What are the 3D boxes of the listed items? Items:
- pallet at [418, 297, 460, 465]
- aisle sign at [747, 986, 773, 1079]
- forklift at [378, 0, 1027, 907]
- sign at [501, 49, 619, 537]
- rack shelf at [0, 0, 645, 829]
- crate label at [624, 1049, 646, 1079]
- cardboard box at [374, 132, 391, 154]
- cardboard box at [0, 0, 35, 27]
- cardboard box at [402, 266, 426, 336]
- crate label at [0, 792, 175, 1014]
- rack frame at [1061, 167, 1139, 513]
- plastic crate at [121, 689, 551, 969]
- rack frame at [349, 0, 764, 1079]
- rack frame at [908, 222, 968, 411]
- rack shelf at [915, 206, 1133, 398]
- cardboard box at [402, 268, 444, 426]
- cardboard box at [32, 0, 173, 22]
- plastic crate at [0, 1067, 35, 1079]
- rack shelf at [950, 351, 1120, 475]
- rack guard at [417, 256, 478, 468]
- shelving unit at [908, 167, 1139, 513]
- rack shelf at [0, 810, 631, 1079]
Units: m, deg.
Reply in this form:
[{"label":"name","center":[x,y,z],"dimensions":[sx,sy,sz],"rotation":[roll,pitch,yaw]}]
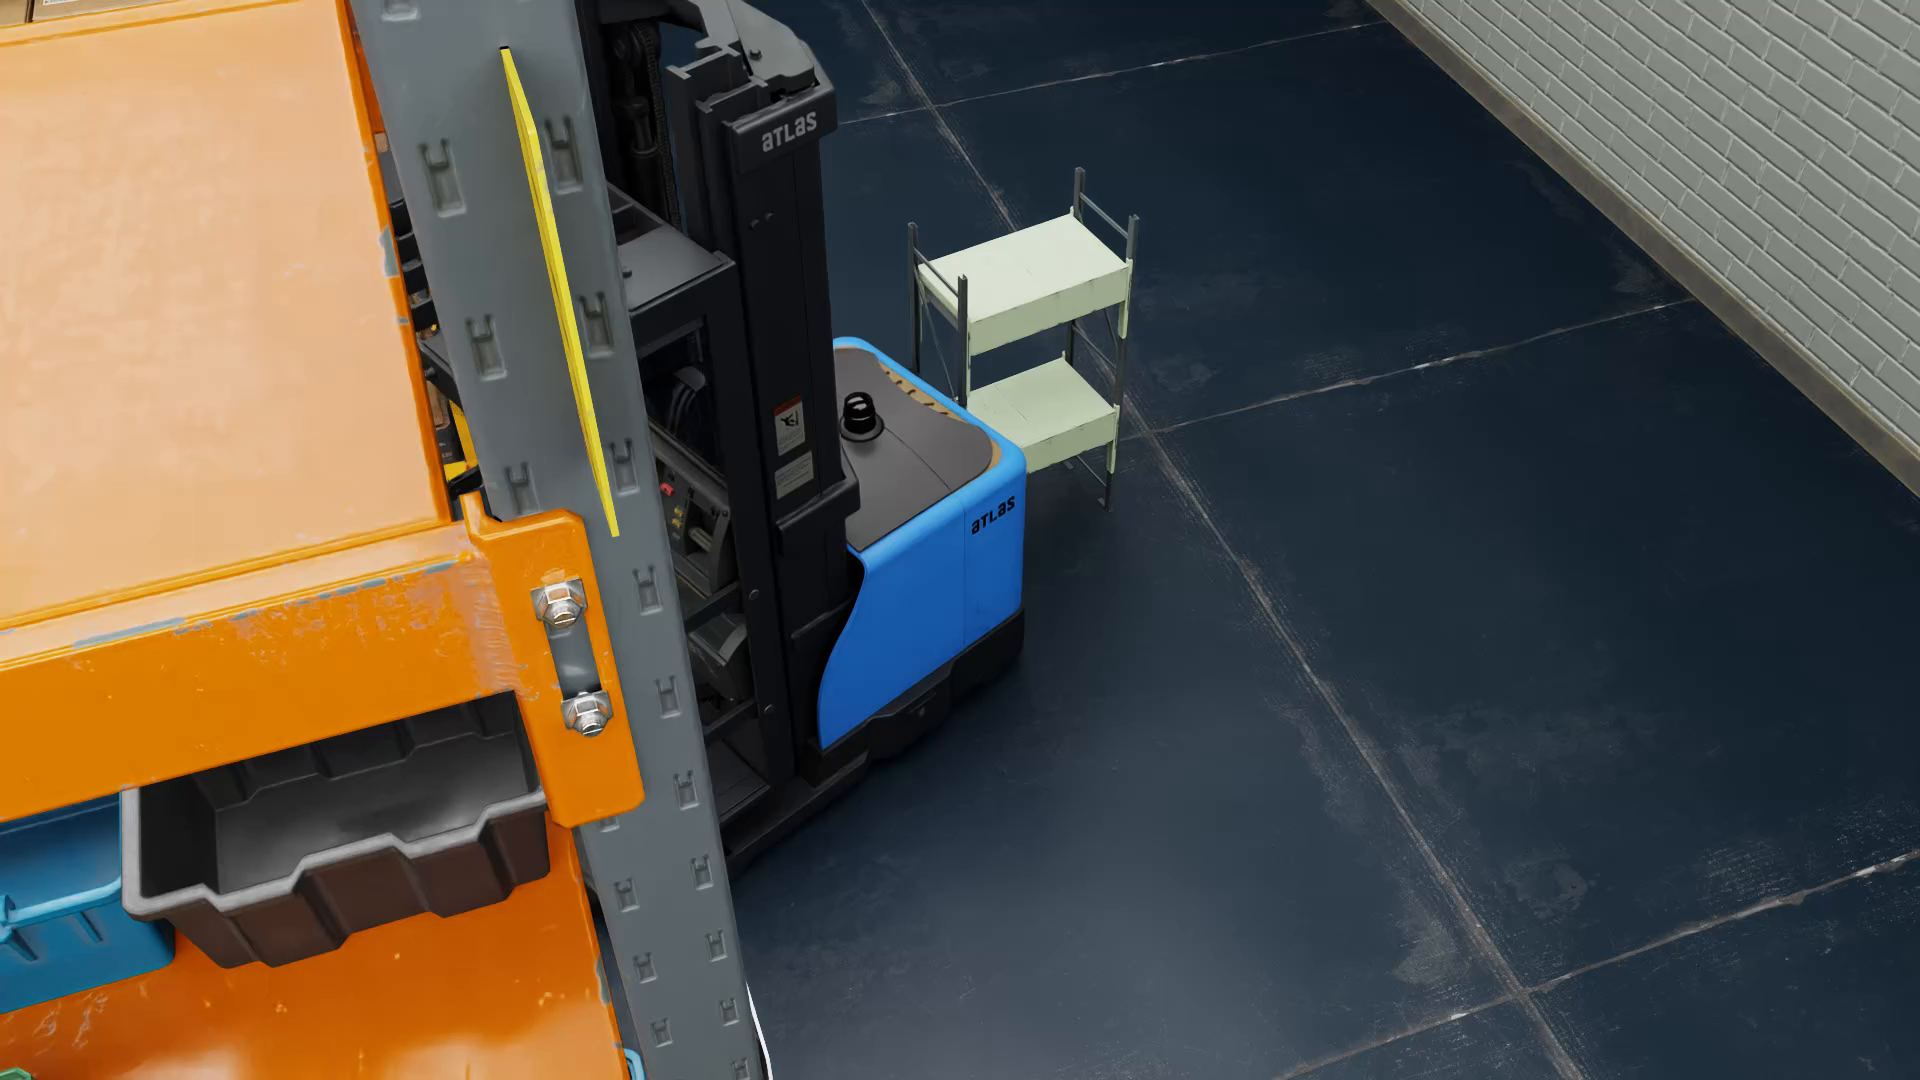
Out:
[{"label":"pallet","center":[-2.959,-0.613,7.521],"dimensions":[1.213,0.211,1.003],"rotation":[-14,47,-14]},{"label":"aisle sign","center":[-0.292,0.753,2.356],"dimensions":[0.004,0.787,0.394],"rotation":[-14,47,-14]},{"label":"forklift","center":[-1.167,-0.115,5.104],"dimensions":[3.031,2.935,1.130],"rotation":[-34,54,-29]},{"label":"sign","center":[-0.257,-0.148,1.082],"dimensions":[0.005,0.325,0.100],"rotation":[-14,47,-14]},{"label":"rack shelf","center":[-2.340,0.251,1.246],"dimensions":[4.000,0.370,1.077],"rotation":[-14,47,-14]},{"label":"crate label","center":[-0.803,1.371,3.651],"dimensions":[0.303,0.233,0.416],"rotation":[-14,47,-14]},{"label":"cardboard box","center":[-2.466,-1.554,6.420],"dimensions":[0.500,0.500,0.500],"rotation":[-13,47,-13]},{"label":"cardboard box","center":[-3.424,-1.656,5.816],"dimensions":[0.500,0.500,0.500],"rotation":[-13,47,-13]},{"label":"cardboard box","center":[-2.648,-1.085,7.725],"dimensions":[0.250,0.149,0.380],"rotation":[-14,47,-14]},{"label":"crate label","center":[-1.437,0.493,2.437],"dimensions":[0.502,0.251,0.408],"rotation":[-14,47,-14]},{"label":"rack frame","center":[0.551,-0.772,6.770],"dimensions":[0.023,1.500,0.400],"rotation":[-22,49,-21]},{"label":"plastic crate","center":[-0.916,0.387,2.530],"dimensions":[0.590,0.269,0.497],"rotation":[-14,47,-14]},{"label":"rack frame","center":[-0.459,-0.625,1.329],"dimensions":[0.127,3.000,1.000],"rotation":[-14,47,-14]},{"label":"rack frame","center":[-0.082,-0.512,6.510],"dimensions":[0.023,1.500,0.400],"rotation":[-22,49,-21]},{"label":"rack shelf","center":[0.234,-0.918,6.364],"dimensions":[0.720,0.370,0.431],"rotation":[-22,49,-21]},{"label":"cardboard box","center":[-2.565,-0.786,7.179],"dimensions":[0.500,0.500,0.500],"rotation":[-14,47,-14]},{"label":"cardboard box","center":[-2.938,-1.784,5.943],"dimensions":[0.500,0.500,0.500],"rotation":[-13,47,-13]},{"label":"plastic crate","center":[-1.290,0.936,2.040],"dimensions":[0.336,0.188,0.450],"rotation":[-14,47,-14]},{"label":"rack shelf","center":[0.234,-0.412,6.871],"dimensions":[0.720,0.370,0.431],"rotation":[-22,49,-21]},{"label":"rack guard","center":[-2.209,-0.907,7.611],"dimensions":[0.348,0.500,1.175],"rotation":[-14,47,-14]},{"label":"shelving unit","center":[0.234,-0.642,6.640],"dimensions":[0.755,1.500,0.431],"rotation":[-22,49,-21]},{"label":"rack shelf","center":[-2.340,1.169,2.167],"dimensions":[4.000,0.370,1.077],"rotation":[-14,47,-14]}]
